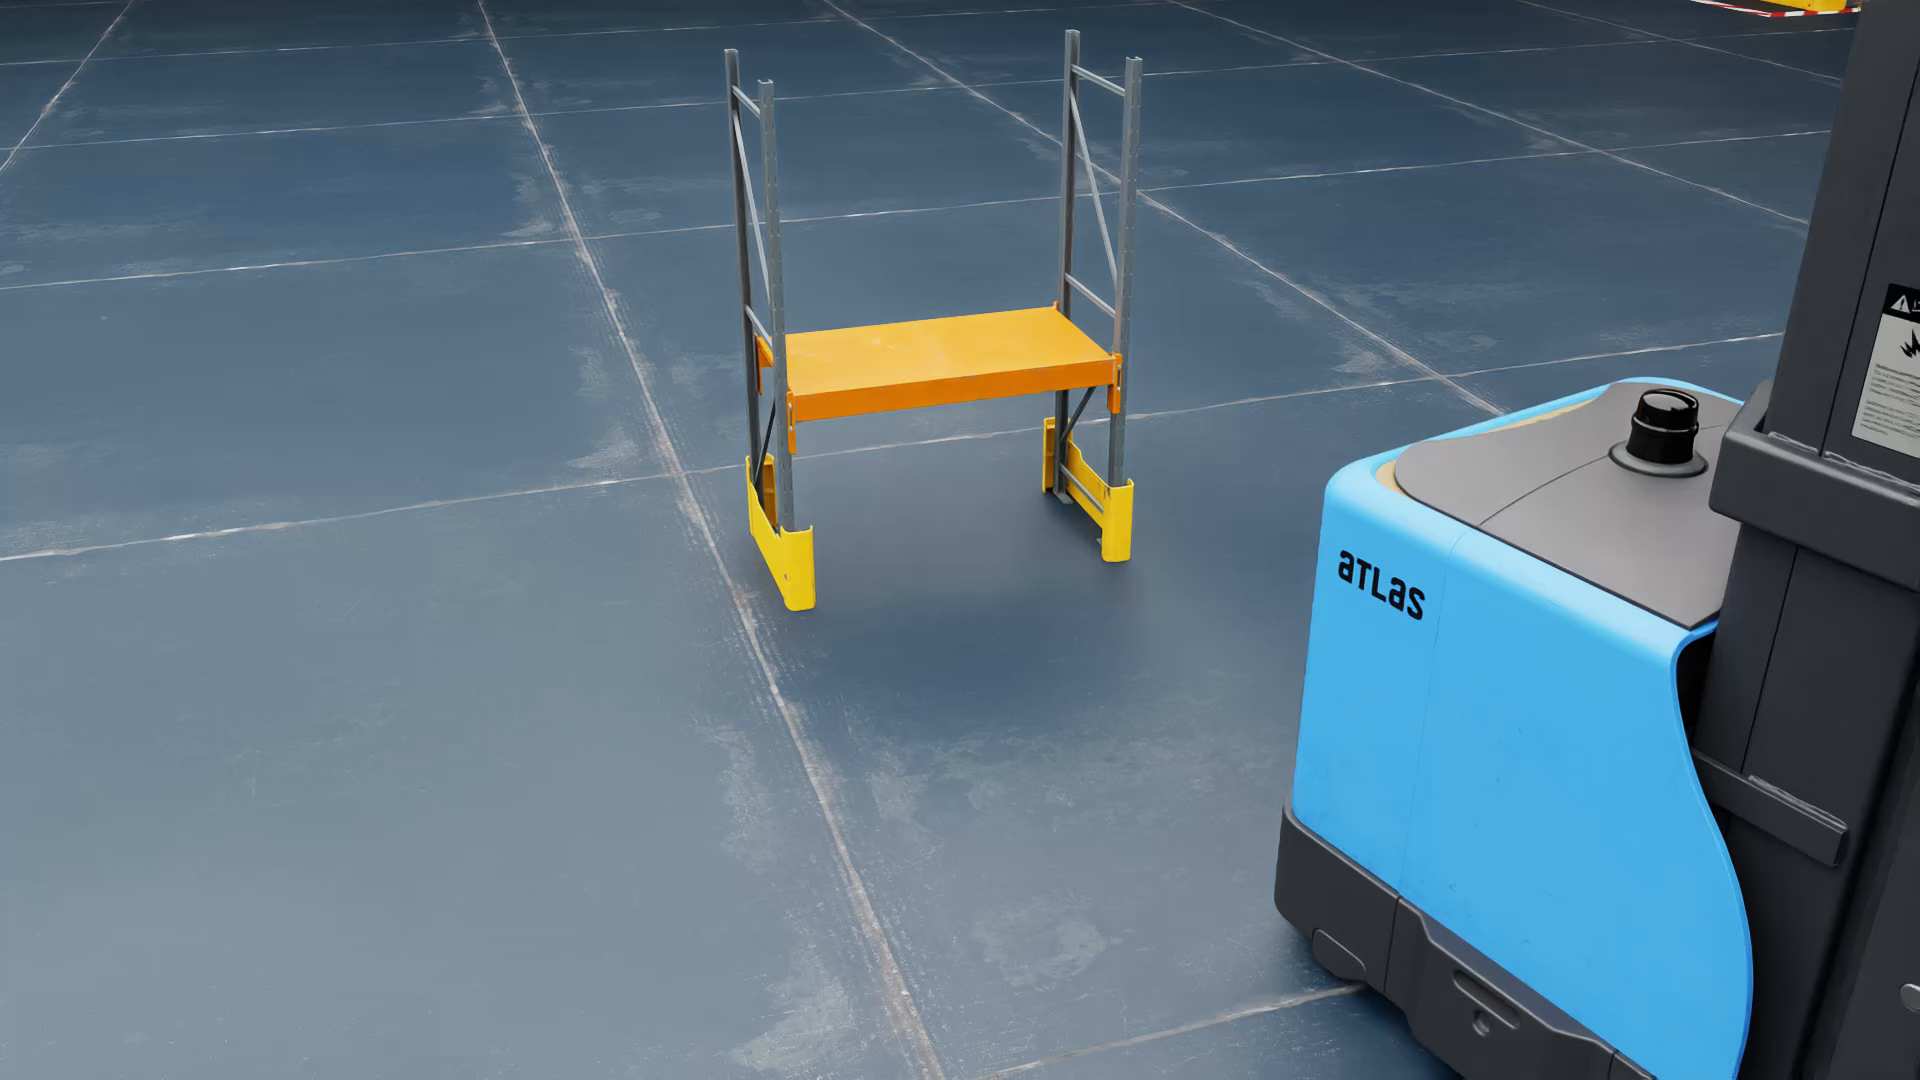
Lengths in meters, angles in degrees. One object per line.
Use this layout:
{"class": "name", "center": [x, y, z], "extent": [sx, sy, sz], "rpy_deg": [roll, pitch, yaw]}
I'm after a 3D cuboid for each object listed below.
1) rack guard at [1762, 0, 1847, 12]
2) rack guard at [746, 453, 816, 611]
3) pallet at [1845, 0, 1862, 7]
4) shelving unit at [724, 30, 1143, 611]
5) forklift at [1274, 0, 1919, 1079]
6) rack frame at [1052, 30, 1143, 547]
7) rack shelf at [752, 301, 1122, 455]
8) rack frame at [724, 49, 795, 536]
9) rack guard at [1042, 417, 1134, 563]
{"class": "rack guard", "center": [7.487, -5.122, 15.004], "extent": [0.348, 0.500, 1.175], "rpy_deg": [-8, 28, -16]}
{"class": "rack guard", "center": [-0.546, -0.033, 5.035], "extent": [0.087, 0.250, 0.587], "rpy_deg": [-8, 28, -16]}
{"class": "pallet", "center": [8.224, -5.119, 15.323], "extent": [1.213, 0.211, 1.003], "rpy_deg": [-8, 28, -16]}
{"class": "shelving unit", "center": [-0.072, -0.661, 4.895], "extent": [1.083, 1.500, 0.587], "rpy_deg": [-8, 28, -16]}
{"class": "forklift", "center": [1.894, -0.054, 2.063], "extent": [1.130, 2.935, 3.031], "rpy_deg": [-16, 31, -29]}
{"class": "rack frame", "center": [0.402, -0.730, 5.034], "extent": [0.032, 1.500, 0.500], "rpy_deg": [-8, 28, -16]}
{"class": "rack shelf", "center": [-0.081, -0.499, 4.973], "extent": [1.000, 0.185, 0.538], "rpy_deg": [-8, 28, -16]}
{"class": "rack frame", "center": [-0.564, -0.590, 4.752], "extent": [0.032, 1.500, 0.500], "rpy_deg": [-8, 28, -16]}
{"class": "rack guard", "center": [0.401, -0.170, 5.311], "extent": [0.087, 0.250, 0.587], "rpy_deg": [-8, 28, -16]}
